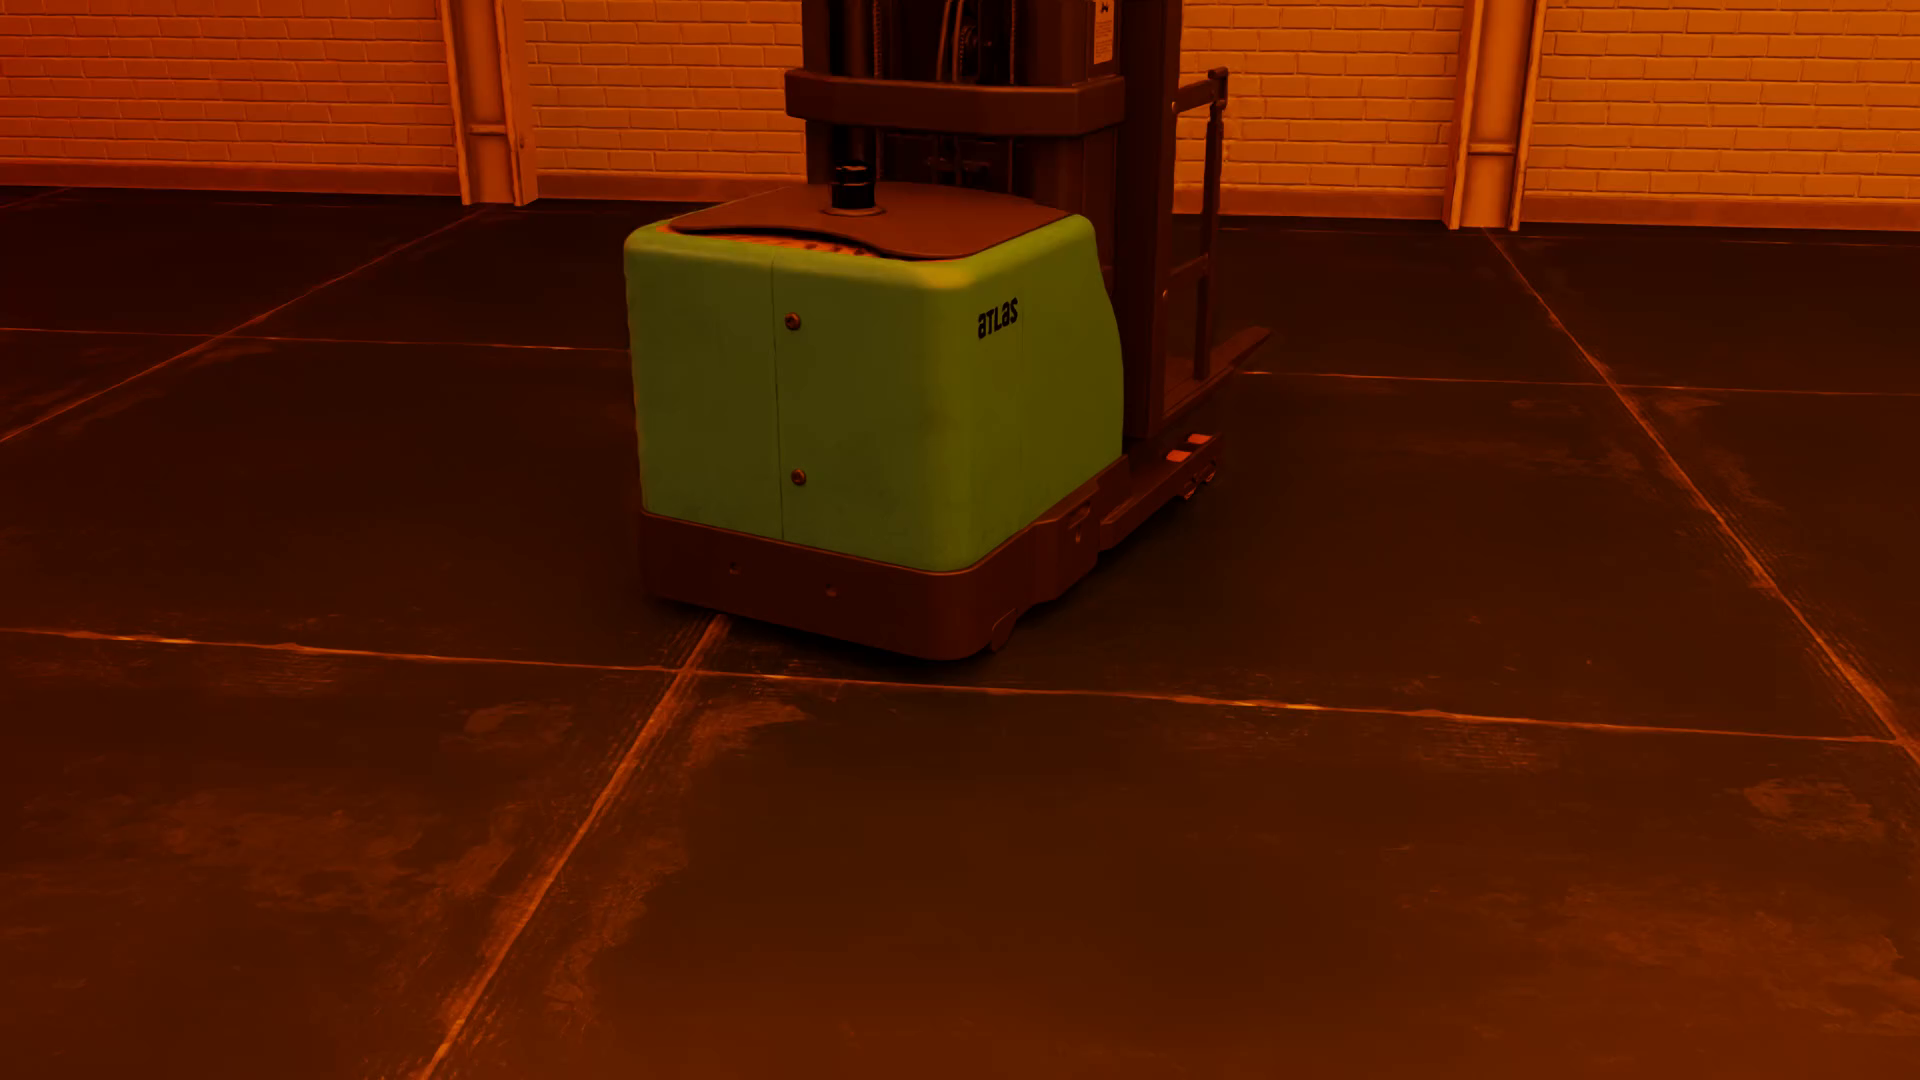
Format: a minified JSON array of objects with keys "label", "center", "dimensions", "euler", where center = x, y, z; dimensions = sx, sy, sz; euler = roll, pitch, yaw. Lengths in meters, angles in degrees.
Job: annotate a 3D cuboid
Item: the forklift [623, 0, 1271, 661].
[{"label":"forklift","center":[0.245,-1.562,5.134],"dimensions":[1.130,2.935,3.031],"euler":[11,25,26]}]
